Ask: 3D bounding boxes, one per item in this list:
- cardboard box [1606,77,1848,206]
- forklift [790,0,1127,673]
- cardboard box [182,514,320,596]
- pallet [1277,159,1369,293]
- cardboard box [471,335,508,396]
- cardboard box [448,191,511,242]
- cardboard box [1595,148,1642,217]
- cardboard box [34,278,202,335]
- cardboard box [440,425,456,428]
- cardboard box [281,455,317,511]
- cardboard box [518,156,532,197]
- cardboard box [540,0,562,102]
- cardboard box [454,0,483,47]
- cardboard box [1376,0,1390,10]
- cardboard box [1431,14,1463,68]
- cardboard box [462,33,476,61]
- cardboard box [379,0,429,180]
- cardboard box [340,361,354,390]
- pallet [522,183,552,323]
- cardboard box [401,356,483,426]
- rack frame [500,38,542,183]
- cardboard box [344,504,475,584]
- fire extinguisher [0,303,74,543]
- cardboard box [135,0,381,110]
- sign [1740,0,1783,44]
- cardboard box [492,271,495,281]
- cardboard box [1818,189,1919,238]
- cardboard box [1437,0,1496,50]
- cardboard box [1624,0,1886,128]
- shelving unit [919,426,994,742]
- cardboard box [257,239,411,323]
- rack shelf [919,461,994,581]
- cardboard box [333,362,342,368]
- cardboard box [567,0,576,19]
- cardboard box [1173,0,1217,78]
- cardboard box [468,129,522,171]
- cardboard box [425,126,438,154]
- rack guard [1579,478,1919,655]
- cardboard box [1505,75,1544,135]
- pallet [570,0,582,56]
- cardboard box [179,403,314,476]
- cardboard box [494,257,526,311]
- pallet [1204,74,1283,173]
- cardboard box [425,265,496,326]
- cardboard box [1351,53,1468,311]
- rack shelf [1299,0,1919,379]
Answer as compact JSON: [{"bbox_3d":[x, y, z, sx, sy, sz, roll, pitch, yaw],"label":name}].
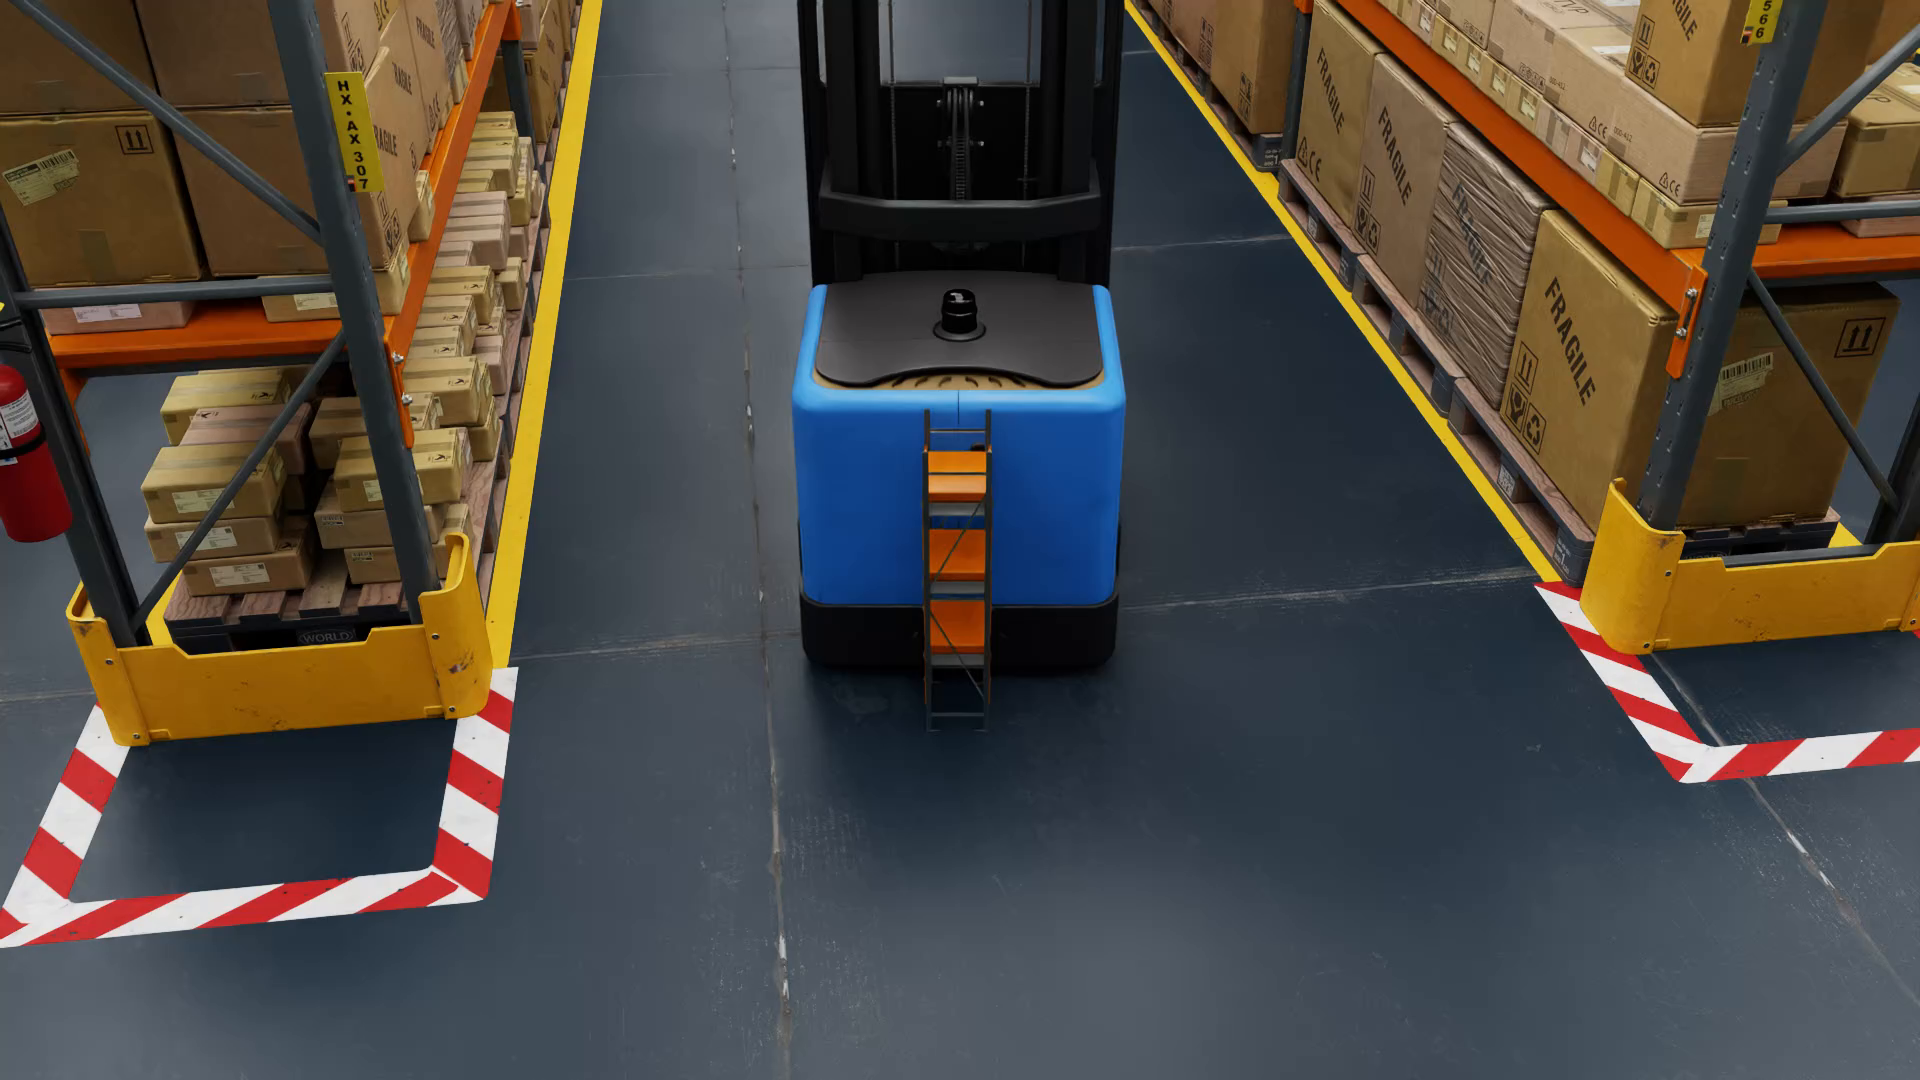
[{"bbox_3d":[2.462,-1.306,5.372,0.500,0.250,0.500,-5,35,-7],"label":"cardboard box"},{"bbox_3d":[0.003,-1.566,5.945,1.130,2.935,3.031,0,34,0],"label":"forklift"},{"bbox_3d":[-2.416,0.051,5.671,0.380,0.149,0.250,-4,34,-6],"label":"cardboard box"},{"bbox_3d":[2.277,-1.645,8.476,1.003,0.211,1.213,-4,35,-6],"label":"pallet"},{"bbox_3d":[-2.050,-0.698,6.769,0.380,0.149,0.250,-6,35,-9],"label":"cardboard box"},{"bbox_3d":[-2.171,-1.398,7.268,0.380,0.149,0.250,-6,35,-9],"label":"cardboard box"},{"bbox_3d":[2.380,-1.210,5.585,0.380,0.149,0.250,-4,34,-6],"label":"cardboard box"},{"bbox_3d":[-2.462,-0.733,4.885,0.380,0.149,0.250,-4,35,-6],"label":"cardboard box"},{"bbox_3d":[-2.056,-0.393,6.058,0.380,0.149,0.250,-4,34,-6],"label":"cardboard box"},{"bbox_3d":[-2.474,-0.217,5.799,0.380,0.149,0.250,-5,35,-7],"label":"cardboard box"},{"bbox_3d":[-2.270,-1.725,8.012,0.380,0.149,0.250,-6,35,-9],"label":"cardboard box"},{"bbox_3d":[-2.586,-2.776,9.507,0.500,0.500,0.500,-3,34,-4],"label":"cardboard box"},{"bbox_3d":[-2.197,-2.256,6.544,0.500,0.500,0.500,-5,35,-7],"label":"cardboard box"},{"bbox_3d":[2.071,-2.493,7.468,0.380,0.149,0.250,-5,35,-8],"label":"cardboard box"},{"bbox_3d":[2.174,-2.063,6.837,0.380,0.149,0.250,-5,35,-8],"label":"cardboard box"},{"bbox_3d":[-2.210,-2.078,6.859,0.380,0.149,0.250,-6,35,-8],"label":"cardboard box"},{"bbox_3d":[-2.022,-1.408,5.300,0.500,0.500,0.500,-4,35,-6],"label":"cardboard box"},{"bbox_3d":[-2.660,-0.668,6.725,0.380,0.149,0.250,-4,34,-5],"label":"cardboard box"},{"bbox_3d":[-2.551,-1.384,8.093,1.003,0.211,1.213,-4,35,-6],"label":"pallet"},{"bbox_3d":[-1.935,-0.530,5.995,0.380,0.149,0.250,-4,35,-7],"label":"cardboard box"},{"bbox_3d":[-2.676,-2.908,7.854,1.000,3.000,0.127,-4,35,-6],"label":"rack frame"},{"bbox_3d":[-1.891,0.012,5.727,0.380,0.149,0.250,-4,34,-5],"label":"cardboard box"},{"bbox_3d":[-2.562,-0.314,4.447,0.296,0.674,0.183,-4,35,-6],"label":"fire extinguisher"},{"bbox_3d":[-1.936,-1.524,4.582,0.500,0.500,0.500,-5,35,-7],"label":"cardboard box"},{"bbox_3d":[2.251,-1.538,4.605,0.100,0.325,0.005,-4,35,-6],"label":"sign"},{"bbox_3d":[-2.210,-1.137,7.150,0.380,0.149,0.250,-6,35,-9],"label":"cardboard box"},{"bbox_3d":[3.070,-1.114,5.445,0.380,0.149,0.250,-4,34,-6],"label":"cardboard box"},{"bbox_3d":[2.252,-2.164,6.631,0.500,0.250,0.500,-4,35,-6],"label":"cardboard box"},{"bbox_3d":[2.464,-1.618,5.164,0.500,0.500,0.500,-4,34,-6],"label":"cardboard box"},{"bbox_3d":[-0.007,0.156,5.073,0.215,1.050,0.252,1,39,1],"label":"shelving unit"},{"bbox_3d":[-1.857,-0.778,4.951,0.380,0.149,0.250,-5,35,-7],"label":"cardboard box"},{"bbox_3d":[-0.007,-0.057,4.901,0.215,0.259,0.240,1,39,1],"label":"rack shelf"},{"bbox_3d":[-2.662,-0.789,6.639,0.380,0.149,0.250,-3,34,-4],"label":"cardboard box"},{"bbox_3d":[-2.800,-3.643,10.779,0.500,0.500,0.500,-3,34,-4],"label":"cardboard box"},{"bbox_3d":[2.025,-3.377,10.056,1.225,0.875,0.875,-6,35,-8],"label":"cardboard box"},{"bbox_3d":[-2.297,-1.831,7.903,0.380,0.149,0.250,-4,34,-6],"label":"cardboard box"},{"bbox_3d":[-2.103,-1.498,6.008,0.380,0.149,0.250,-5,35,-7],"label":"cardboard box"},{"bbox_3d":[2.794,0.051,5.731,1.175,0.500,0.348,-4,35,-6],"label":"rack guard"},{"bbox_3d":[2.277,-1.635,6.209,0.380,0.149,0.250,-5,35,-7],"label":"cardboard box"},{"bbox_3d":[-3.110,-3.552,11.274,1.003,0.211,1.213,-4,35,-6],"label":"pallet"},{"bbox_3d":[-2.437,-0.338,5.713,0.380,0.149,0.250,-4,34,-5],"label":"cardboard box"},{"bbox_3d":[-2.147,-1.133,7.407,0.380,0.149,0.250,-4,35,-6],"label":"cardboard box"},{"bbox_3d":[2.074,-2.500,9.731,1.003,0.211,1.213,-4,35,-6],"label":"pallet"},{"bbox_3d":[-2.069,-0.968,6.637,0.380,0.149,0.250,-4,34,-6],"label":"cardboard box"},{"bbox_3d":[2.383,-1.646,7.516,0.875,0.875,0.875,-4,35,-6],"label":"cardboard box"},{"bbox_3d":[2.521,-1.814,6.887,1.077,0.370,4.000,-4,35,-6],"label":"rack shelf"}]
